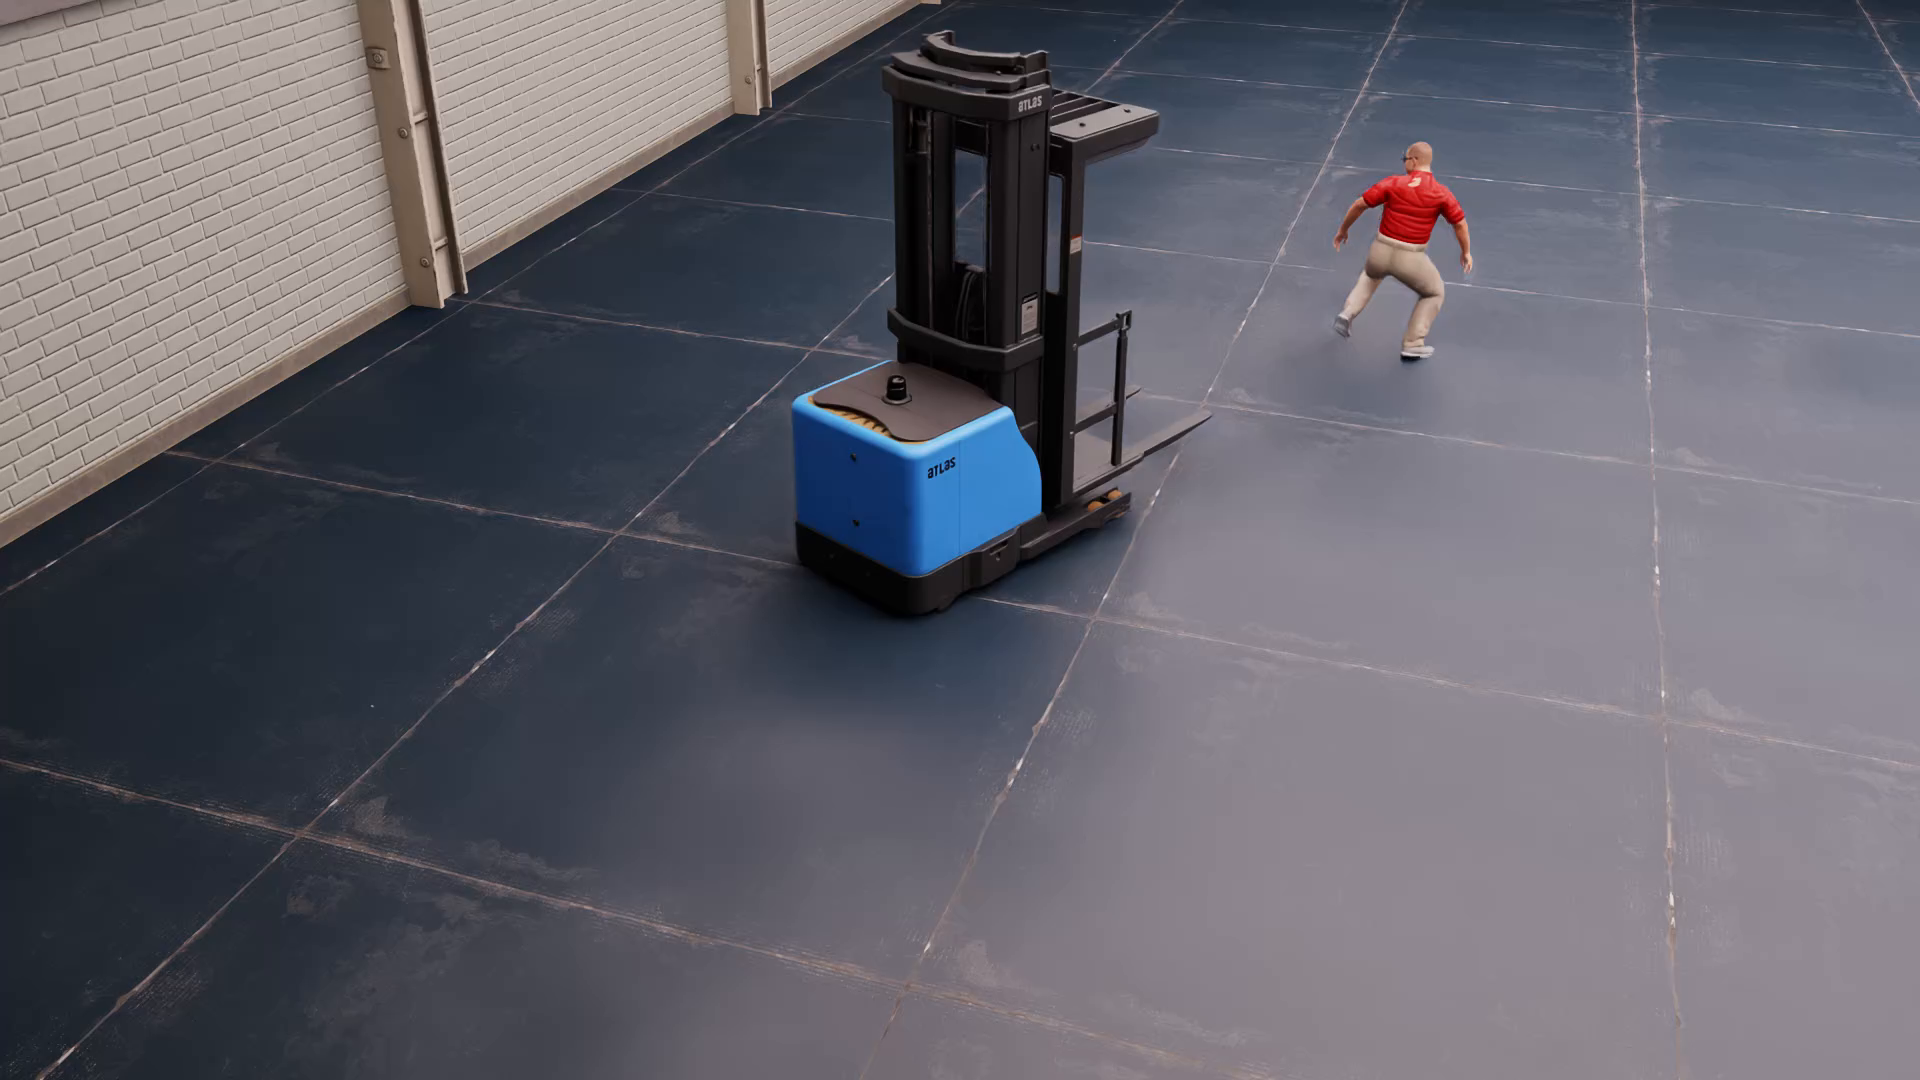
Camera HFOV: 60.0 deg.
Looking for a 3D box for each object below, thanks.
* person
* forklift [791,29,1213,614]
[{"bbox_3d":[3.260,-2.134,12.253,0.949,1.616,0.529,17,34,27],"label":"person"},{"bbox_3d":[0.414,-1.498,9.765,1.130,2.935,3.031,25,38,37],"label":"forklift"}]
